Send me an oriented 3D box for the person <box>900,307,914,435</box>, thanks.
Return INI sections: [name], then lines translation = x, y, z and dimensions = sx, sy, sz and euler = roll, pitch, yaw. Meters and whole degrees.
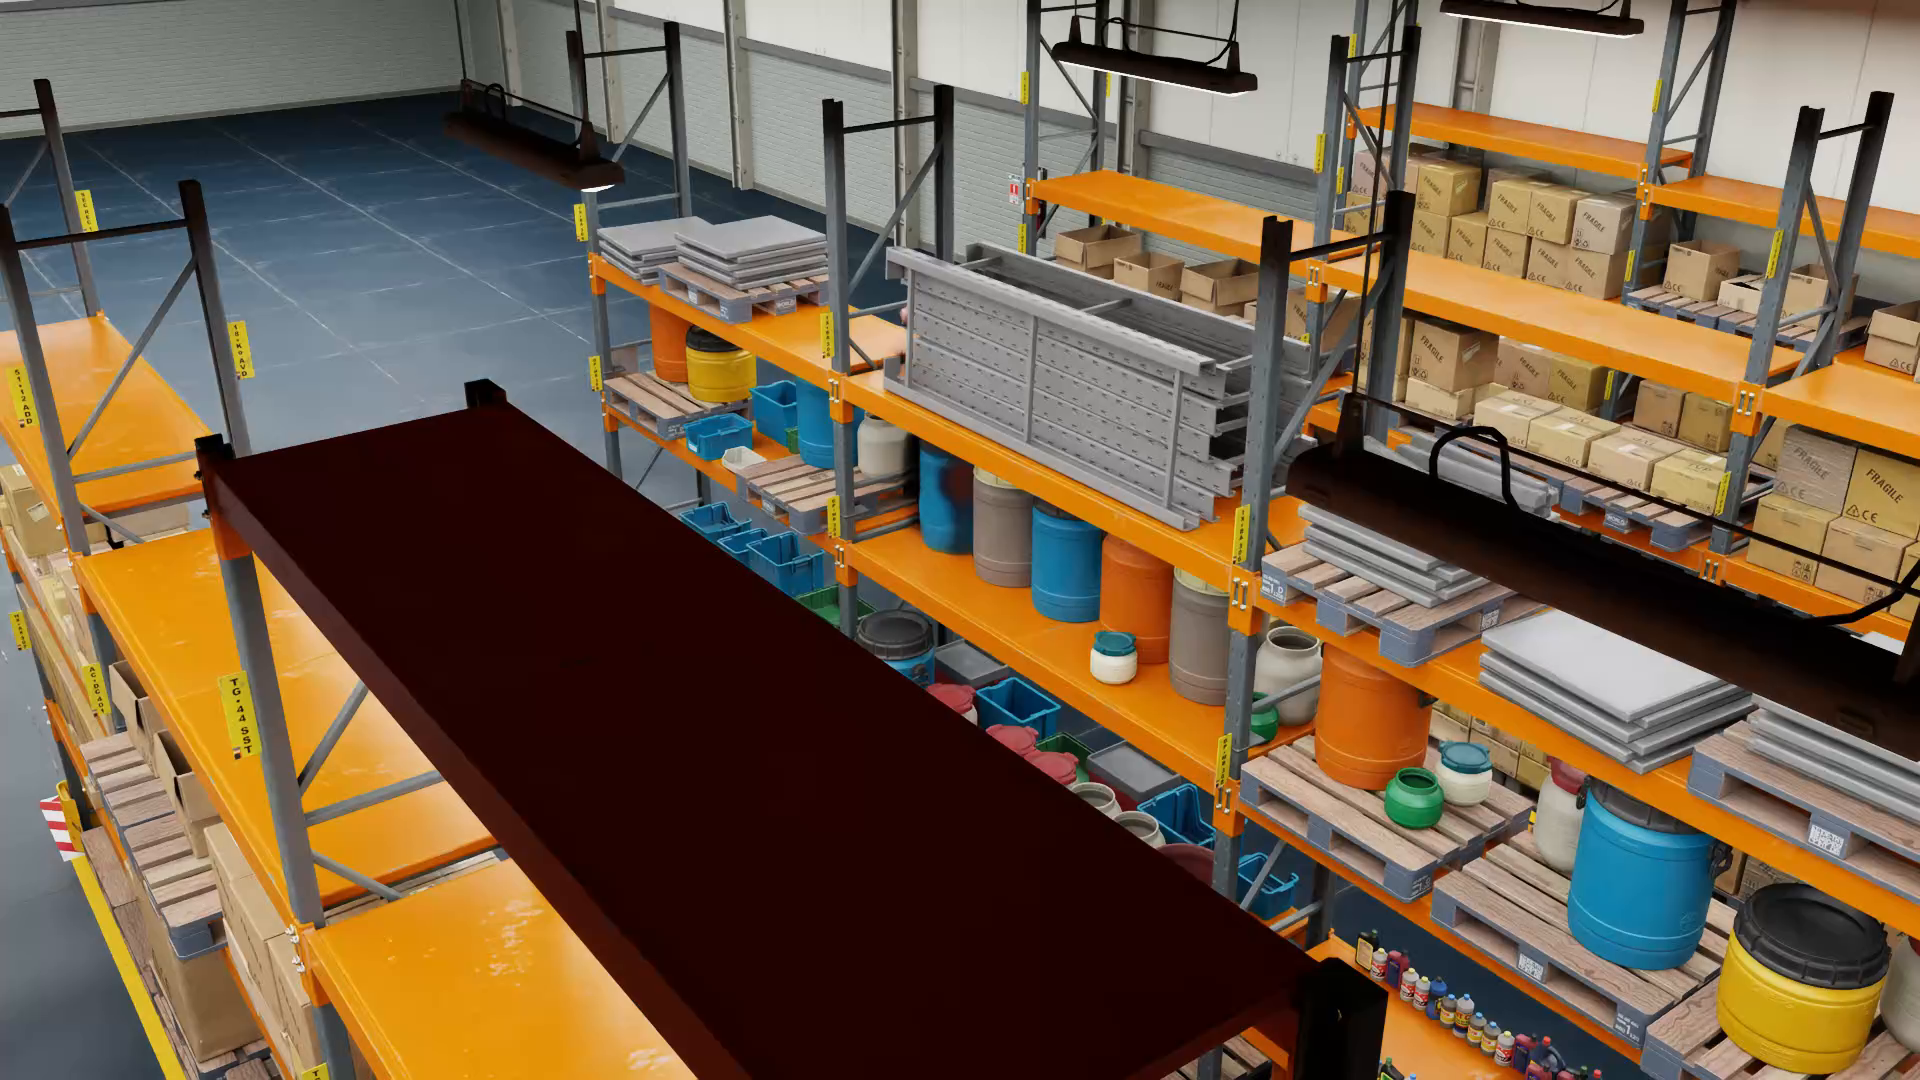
[person]
translation = -0.589, -2.220, 21.755
dimensions = 0.389, 1.732, 0.574
euler = -10, 27, -21
